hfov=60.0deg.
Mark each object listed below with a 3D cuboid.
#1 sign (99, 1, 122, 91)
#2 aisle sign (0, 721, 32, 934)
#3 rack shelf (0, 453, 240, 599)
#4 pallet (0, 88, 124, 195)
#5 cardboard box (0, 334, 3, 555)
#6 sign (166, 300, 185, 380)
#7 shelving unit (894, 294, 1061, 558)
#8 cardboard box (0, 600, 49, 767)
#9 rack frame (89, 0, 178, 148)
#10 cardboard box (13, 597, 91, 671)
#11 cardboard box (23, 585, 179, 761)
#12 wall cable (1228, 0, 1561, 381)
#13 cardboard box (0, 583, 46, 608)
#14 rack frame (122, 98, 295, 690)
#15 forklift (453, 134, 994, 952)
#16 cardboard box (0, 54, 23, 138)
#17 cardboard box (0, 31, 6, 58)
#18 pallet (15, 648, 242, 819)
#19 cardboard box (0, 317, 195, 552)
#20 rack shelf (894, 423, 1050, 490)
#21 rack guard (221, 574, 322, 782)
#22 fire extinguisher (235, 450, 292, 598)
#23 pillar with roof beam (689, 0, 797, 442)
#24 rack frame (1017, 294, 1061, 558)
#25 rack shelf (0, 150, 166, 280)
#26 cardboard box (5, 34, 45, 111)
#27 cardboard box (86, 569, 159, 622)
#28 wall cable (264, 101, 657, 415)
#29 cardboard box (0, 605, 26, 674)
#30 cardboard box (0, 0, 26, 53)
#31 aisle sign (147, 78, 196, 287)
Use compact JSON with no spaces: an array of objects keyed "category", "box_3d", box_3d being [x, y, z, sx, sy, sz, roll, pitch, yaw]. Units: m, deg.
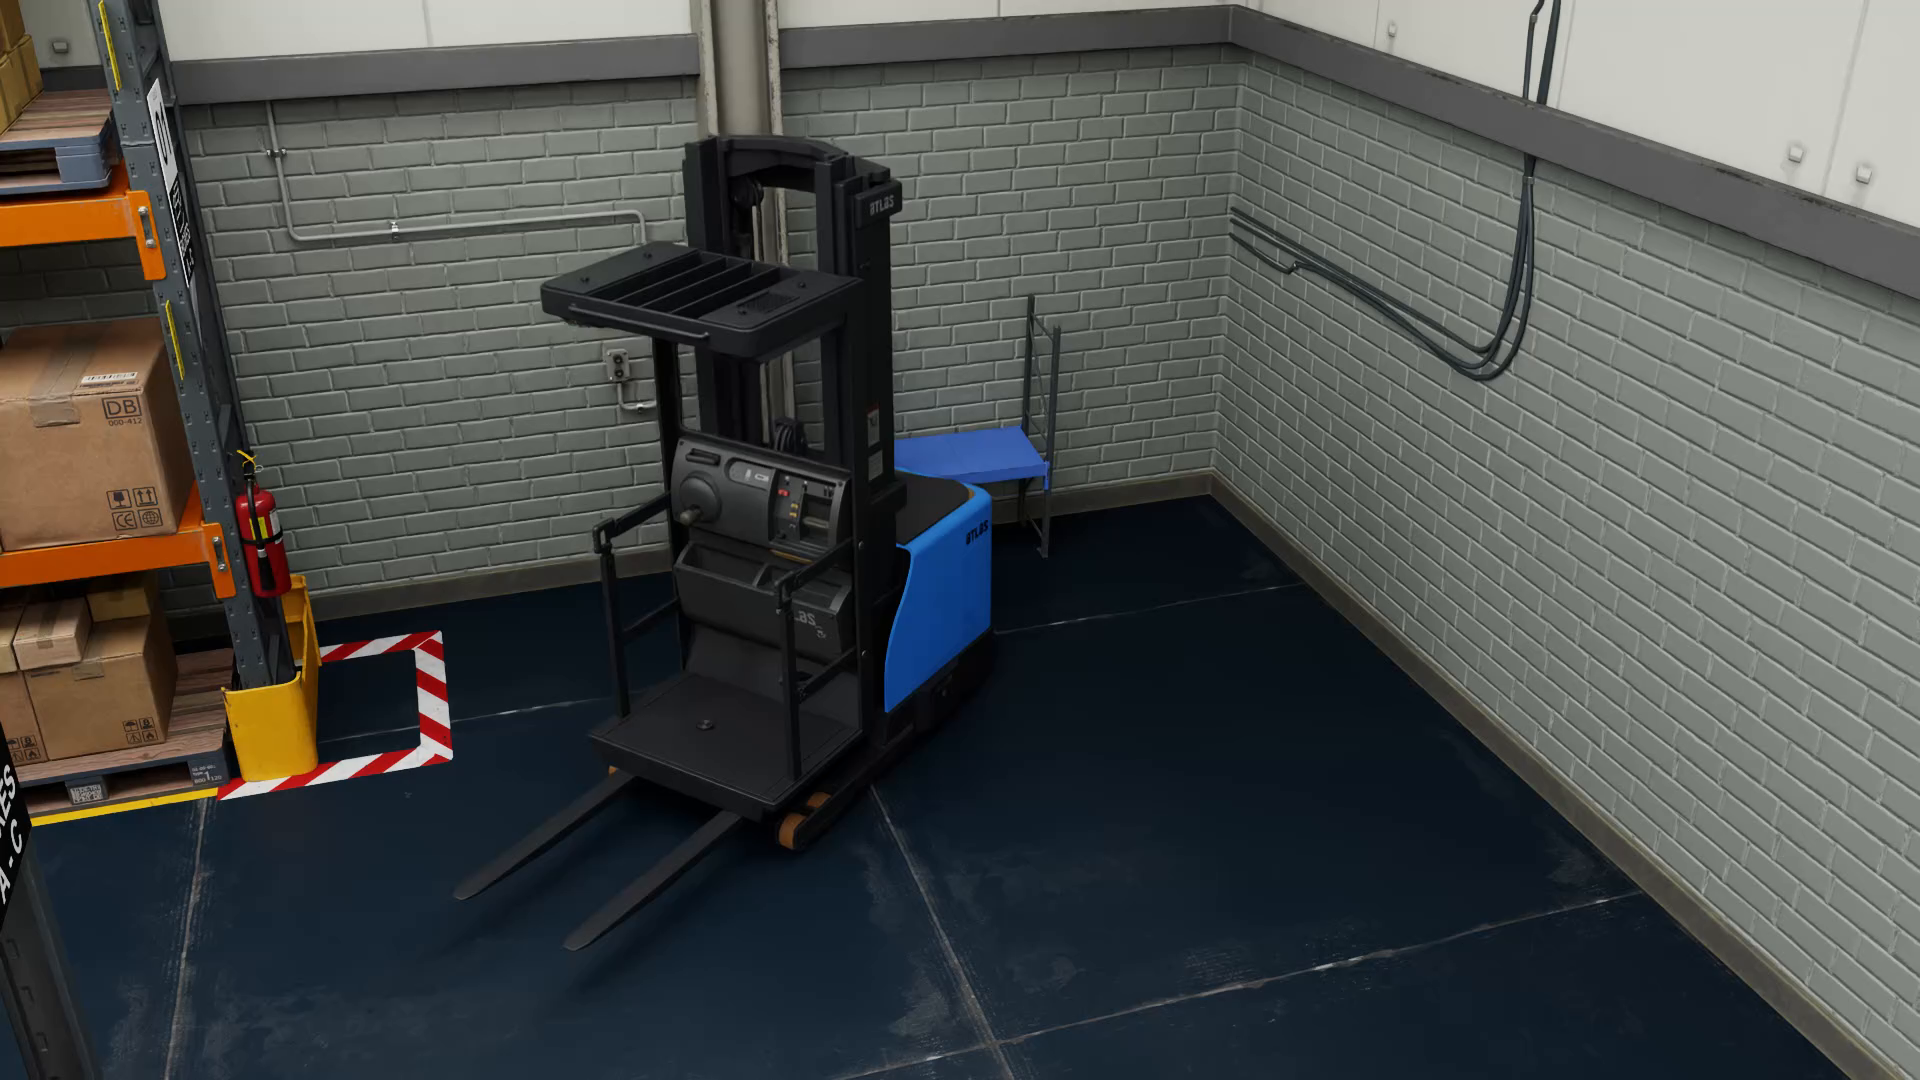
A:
[{"category":"sign","box_3d":[-3.304,-1.921,6.467,0.005,0.325,0.100,-8,28,-16]},{"category":"aisle sign","box_3d":[-1.947,0.348,3.252,0.004,0.787,0.394,-8,28,-16]},{"category":"rack shelf","box_3d":[-5.360,0.150,7.384,4.000,0.370,1.077,-8,28,-16]},{"category":"pallet","box_3d":[-4.161,-1.645,6.917,1.213,0.211,1.003,-8,28,-16]},{"category":"cardboard box","box_3d":[-4.629,-0.403,7.351,0.700,0.700,0.980,-8,28,-17]},{"category":"sign","box_3d":[-3.304,-0.841,7.003,0.005,0.325,0.100,-8,28,-16]},{"category":"shelving unit","box_3d":[-0.026,-0.596,9.719,1.048,1.500,0.538,-7,32,-15]},{"category":"cardboard box","box_3d":[-4.569,0.691,7.823,0.500,0.500,0.700,-8,28,-16]},{"category":"rack frame","box_3d":[-3.459,-3.135,6.445,0.127,3.000,1.000,-8,28,-16]},{"category":"cardboard box","box_3d":[-4.159,0.426,7.627,0.250,0.149,0.380,-9,28,-17]},{"category":"cardboard box","box_3d":[-4.093,0.622,7.962,0.500,0.500,0.700,-8,28,-16]},{"category":"wall cable","box_3d":[2.030,-2.372,8.400,0.112,2.526,3.097,-8,28,-16]},{"category":"cardboard box","box_3d":[-4.518,0.300,7.882,0.250,0.149,0.380,-8,28,-16]},{"category":"rack frame","box_3d":[-3.459,-0.448,7.779,0.127,3.000,1.000,-8,28,-16]},{"category":"forklift","box_3d":[-1.015,-0.157,7.270,1.130,2.935,3.031,15,30,27]},{"category":"cardboard box","box_3d":[-4.073,-1.744,6.601,0.500,0.250,0.500,-7,27,-15]},{"category":"cardboard box","box_3d":[-4.070,-2.077,6.428,0.500,0.500,0.500,-8,28,-16]},{"category":"pallet","box_3d":[-4.195,0.944,8.111,1.213,0.211,1.003,-8,28,-16]},{"category":"cardboard box","box_3d":[-3.941,-0.508,7.562,0.700,0.700,0.980,-7,27,-14]},{"category":"rack shelf","box_3d":[-0.030,-0.442,9.811,1.000,0.185,0.538,-7,32,-15]},{"category":"rack guard","box_3d":[-3.436,0.668,8.342,0.348,0.500,1.175,-8,28,-16]},{"category":"fire extinguisher","box_3d":[-3.172,-0.072,7.528,0.183,0.674,0.296,-8,28,-16]},{"category":"pillar with roof beam","box_3d":[0.174,-2.052,4.264,0.400,9.000,9.100,-8,28,-16]},{"category":"rack frame","box_3d":[0.462,-0.660,9.848,0.032,1.500,0.500,-7,32,-15]},{"category":"rack shelf","box_3d":[-5.360,-1.194,6.717,4.000,0.370,1.077,-8,28,-16]},{"category":"cardboard box","box_3d":[-4.229,-1.960,7.036,0.500,0.250,0.500,-7,27,-13]},{"category":"cardboard box","box_3d":[-4.036,0.230,8.023,0.250,0.149,0.380,-8,28,-16]},{"category":"wall cable","box_3d":[-2.534,-1.479,8.714,1.851,1.984,0.084,-8,28,-16]},{"category":"cardboard box","box_3d":[-4.402,0.462,7.556,0.250,0.149,0.380,-7,27,-15]},{"category":"cardboard box","box_3d":[-4.228,-2.295,6.866,0.500,0.500,0.500,-9,28,-18]},{"category":"aisle sign","box_3d":[-3.297,-1.495,6.965,0.004,0.787,0.394,-8,28,-16]}]
